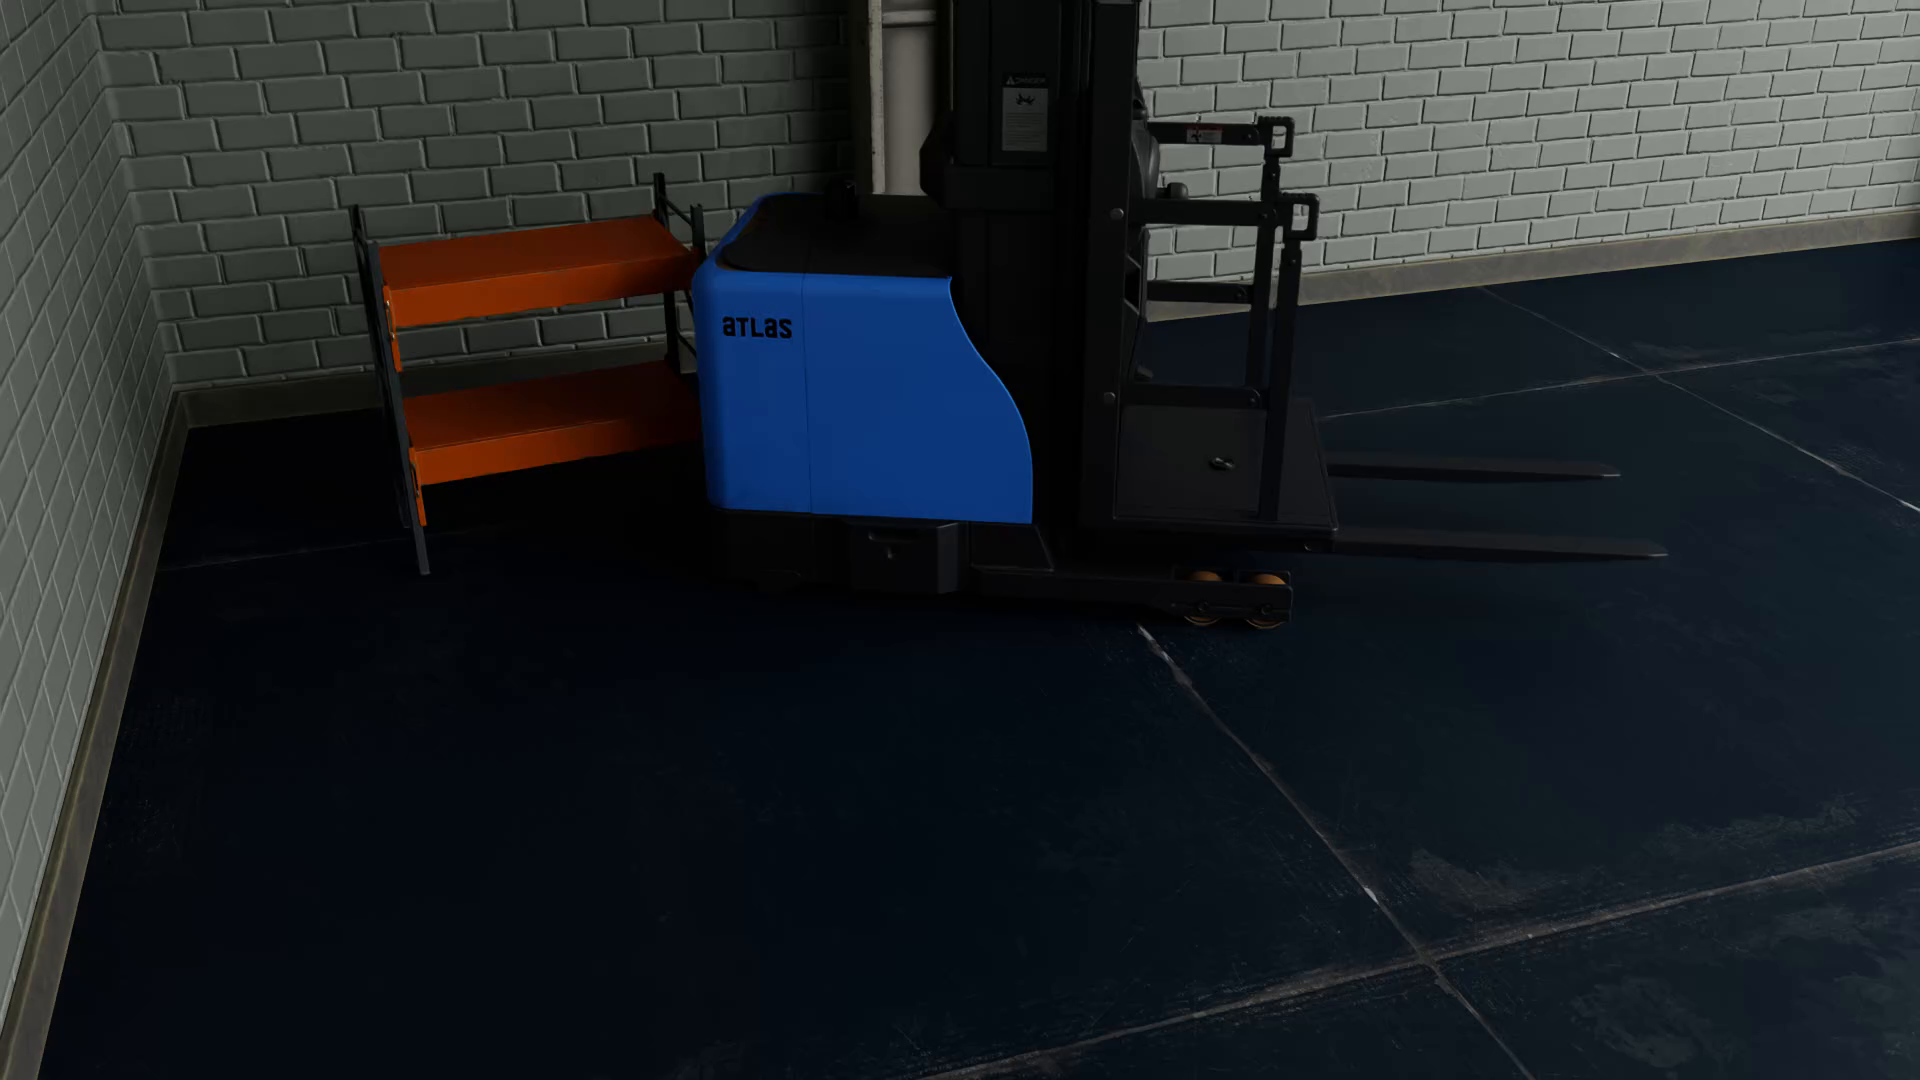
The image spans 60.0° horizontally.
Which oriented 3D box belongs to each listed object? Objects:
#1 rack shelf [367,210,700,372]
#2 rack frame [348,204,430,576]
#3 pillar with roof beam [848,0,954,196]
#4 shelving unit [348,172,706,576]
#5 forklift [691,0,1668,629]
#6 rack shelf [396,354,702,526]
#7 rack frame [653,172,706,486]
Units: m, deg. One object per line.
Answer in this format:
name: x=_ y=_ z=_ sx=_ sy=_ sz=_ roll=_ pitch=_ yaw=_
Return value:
rack shelf: x=-1.415 y=-0.845 z=5.530 sx=1.000 sy=0.278 sz=0.538 roll=-11 pitch=29 yaw=-22
rack frame: x=-1.878 y=-0.489 z=5.471 sx=0.032 sy=1.125 sz=0.500 roll=-11 pitch=29 yaw=-22
pillar with roof beam: x=1.111 y=-3.016 z=1.706 sx=0.400 sy=9.000 sz=9.100 roll=-8 pitch=28 yaw=-16
shelving unit: x=-1.415 y=-0.583 z=5.660 sx=1.048 sy=1.125 sz=0.538 roll=-11 pitch=29 yaw=-22
forklift: x=0.729 y=-1.287 z=5.045 sx=3.031 sy=2.935 sz=1.130 roll=3 pitch=27 yaw=6
rack shelf: x=-1.415 y=-0.364 z=5.769 sx=1.000 sy=0.278 sz=0.538 roll=-11 pitch=29 yaw=-22
rack frame: x=-0.953 y=-0.677 z=5.849 sx=0.032 sy=1.125 sz=0.500 roll=-11 pitch=29 yaw=-22
